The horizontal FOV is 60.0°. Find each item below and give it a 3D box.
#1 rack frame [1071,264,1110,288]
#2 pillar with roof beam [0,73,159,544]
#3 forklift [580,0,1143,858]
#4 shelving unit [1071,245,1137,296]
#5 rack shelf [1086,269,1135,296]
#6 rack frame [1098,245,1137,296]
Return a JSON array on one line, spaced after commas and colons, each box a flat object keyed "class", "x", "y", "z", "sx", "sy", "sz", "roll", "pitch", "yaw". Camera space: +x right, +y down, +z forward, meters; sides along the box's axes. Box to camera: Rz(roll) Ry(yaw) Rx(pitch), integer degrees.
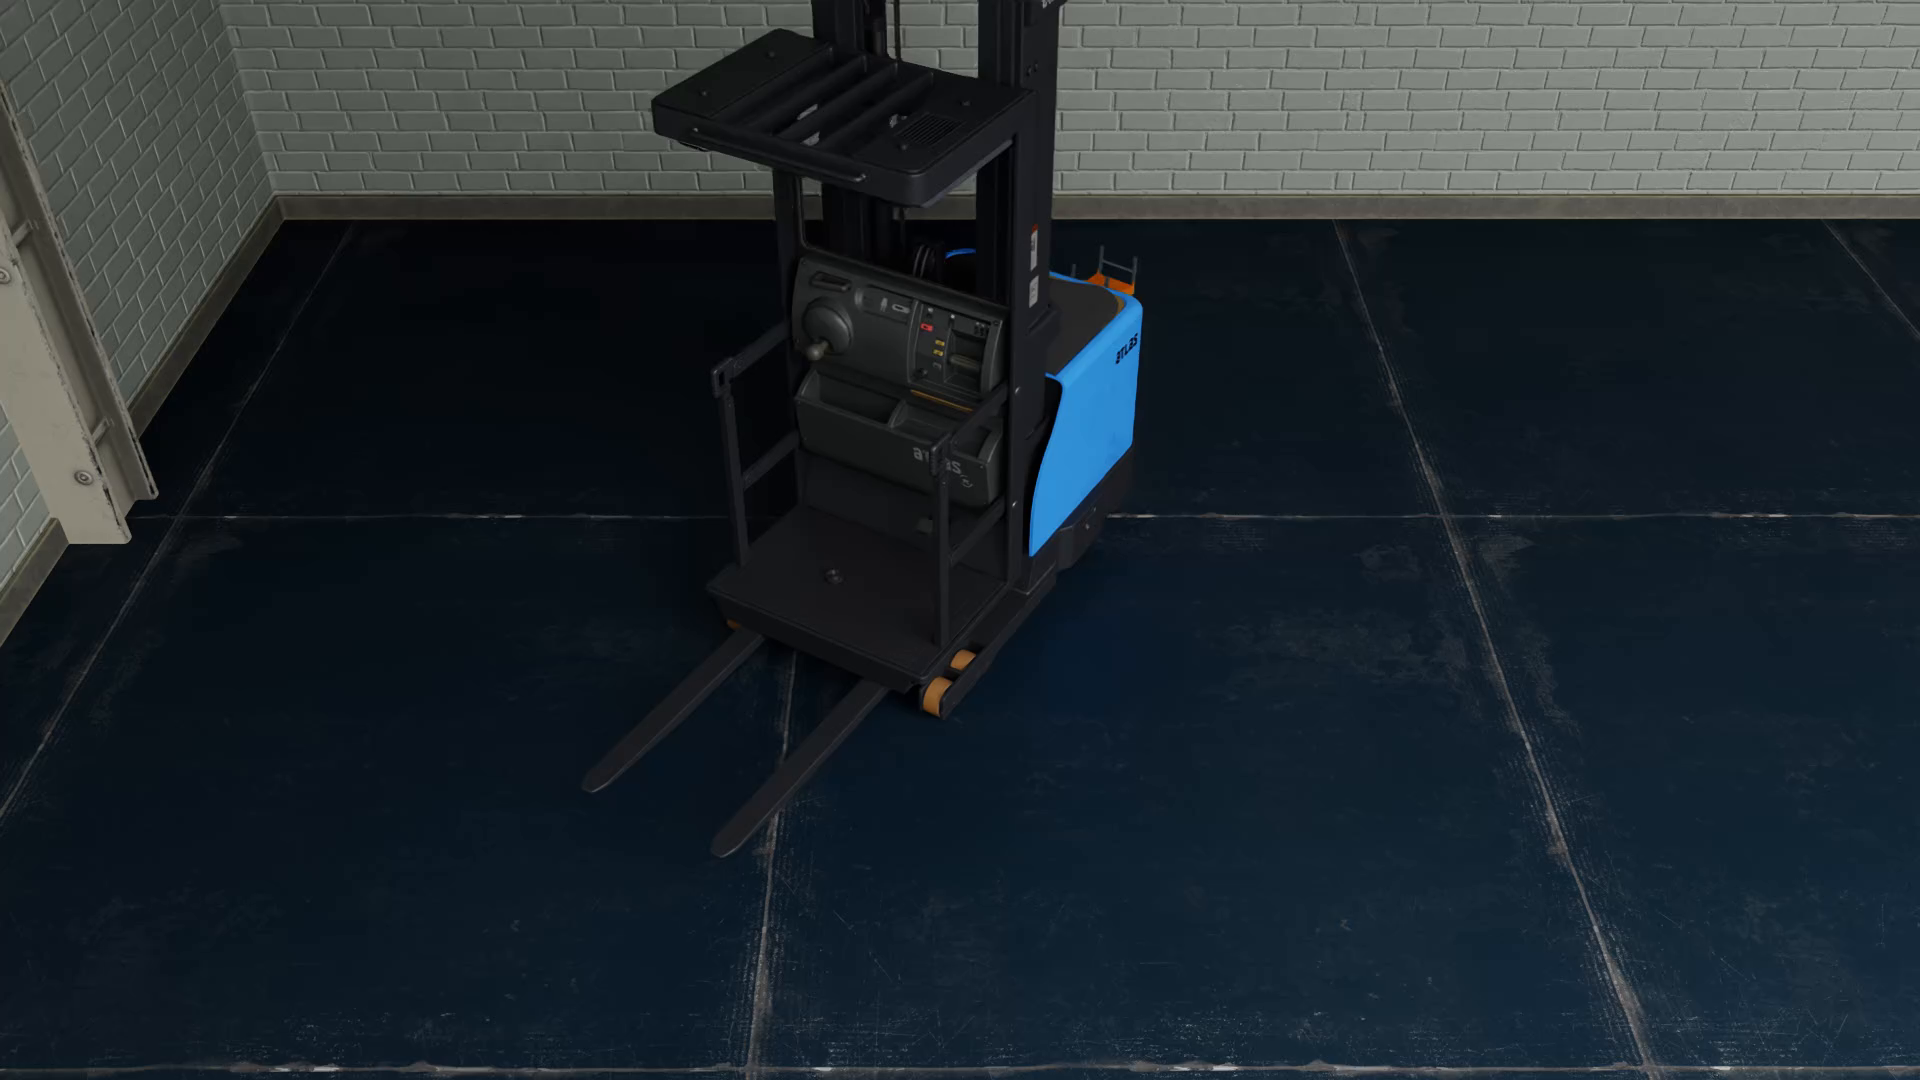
[{"class": "rack frame", "x": 0.579, "y": -0.808, "z": 7.899, "sx": 0.200, "sy": 1.050, "sz": 0.008, "roll": 25, "pitch": 42, "yaw": 27}, {"class": "pillar with roof beam", "x": 0.281, "y": -3.622, "z": 5.074, "sx": 9.100, "sy": 9.000, "sz": 0.400, "roll": 0, "pitch": 39, "yaw": 0}, {"class": "forklift", "x": -0.362, "y": -0.748, "z": 6.339, "sx": 1.130, "sy": 2.935, "sz": 3.031, "roll": 21, "pitch": 43, "yaw": 24}, {"class": "shelving unit", "x": 0.651, "y": -0.865, "z": 7.980, "sx": 0.215, "sy": 1.050, "sz": 0.252, "roll": 25, "pitch": 42, "yaw": 27}, {"class": "rack shelf", "x": 0.660, "y": -1.085, "z": 7.818, "sx": 0.215, "sy": 0.259, "sz": 0.240, "roll": 25, "pitch": 42, "yaw": 27}, {"class": "rack frame", "x": 0.723, "y": -0.922, "z": 8.061, "sx": 0.200, "sy": 1.050, "sz": 0.008, "roll": 25, "pitch": 42, "yaw": 27}]
